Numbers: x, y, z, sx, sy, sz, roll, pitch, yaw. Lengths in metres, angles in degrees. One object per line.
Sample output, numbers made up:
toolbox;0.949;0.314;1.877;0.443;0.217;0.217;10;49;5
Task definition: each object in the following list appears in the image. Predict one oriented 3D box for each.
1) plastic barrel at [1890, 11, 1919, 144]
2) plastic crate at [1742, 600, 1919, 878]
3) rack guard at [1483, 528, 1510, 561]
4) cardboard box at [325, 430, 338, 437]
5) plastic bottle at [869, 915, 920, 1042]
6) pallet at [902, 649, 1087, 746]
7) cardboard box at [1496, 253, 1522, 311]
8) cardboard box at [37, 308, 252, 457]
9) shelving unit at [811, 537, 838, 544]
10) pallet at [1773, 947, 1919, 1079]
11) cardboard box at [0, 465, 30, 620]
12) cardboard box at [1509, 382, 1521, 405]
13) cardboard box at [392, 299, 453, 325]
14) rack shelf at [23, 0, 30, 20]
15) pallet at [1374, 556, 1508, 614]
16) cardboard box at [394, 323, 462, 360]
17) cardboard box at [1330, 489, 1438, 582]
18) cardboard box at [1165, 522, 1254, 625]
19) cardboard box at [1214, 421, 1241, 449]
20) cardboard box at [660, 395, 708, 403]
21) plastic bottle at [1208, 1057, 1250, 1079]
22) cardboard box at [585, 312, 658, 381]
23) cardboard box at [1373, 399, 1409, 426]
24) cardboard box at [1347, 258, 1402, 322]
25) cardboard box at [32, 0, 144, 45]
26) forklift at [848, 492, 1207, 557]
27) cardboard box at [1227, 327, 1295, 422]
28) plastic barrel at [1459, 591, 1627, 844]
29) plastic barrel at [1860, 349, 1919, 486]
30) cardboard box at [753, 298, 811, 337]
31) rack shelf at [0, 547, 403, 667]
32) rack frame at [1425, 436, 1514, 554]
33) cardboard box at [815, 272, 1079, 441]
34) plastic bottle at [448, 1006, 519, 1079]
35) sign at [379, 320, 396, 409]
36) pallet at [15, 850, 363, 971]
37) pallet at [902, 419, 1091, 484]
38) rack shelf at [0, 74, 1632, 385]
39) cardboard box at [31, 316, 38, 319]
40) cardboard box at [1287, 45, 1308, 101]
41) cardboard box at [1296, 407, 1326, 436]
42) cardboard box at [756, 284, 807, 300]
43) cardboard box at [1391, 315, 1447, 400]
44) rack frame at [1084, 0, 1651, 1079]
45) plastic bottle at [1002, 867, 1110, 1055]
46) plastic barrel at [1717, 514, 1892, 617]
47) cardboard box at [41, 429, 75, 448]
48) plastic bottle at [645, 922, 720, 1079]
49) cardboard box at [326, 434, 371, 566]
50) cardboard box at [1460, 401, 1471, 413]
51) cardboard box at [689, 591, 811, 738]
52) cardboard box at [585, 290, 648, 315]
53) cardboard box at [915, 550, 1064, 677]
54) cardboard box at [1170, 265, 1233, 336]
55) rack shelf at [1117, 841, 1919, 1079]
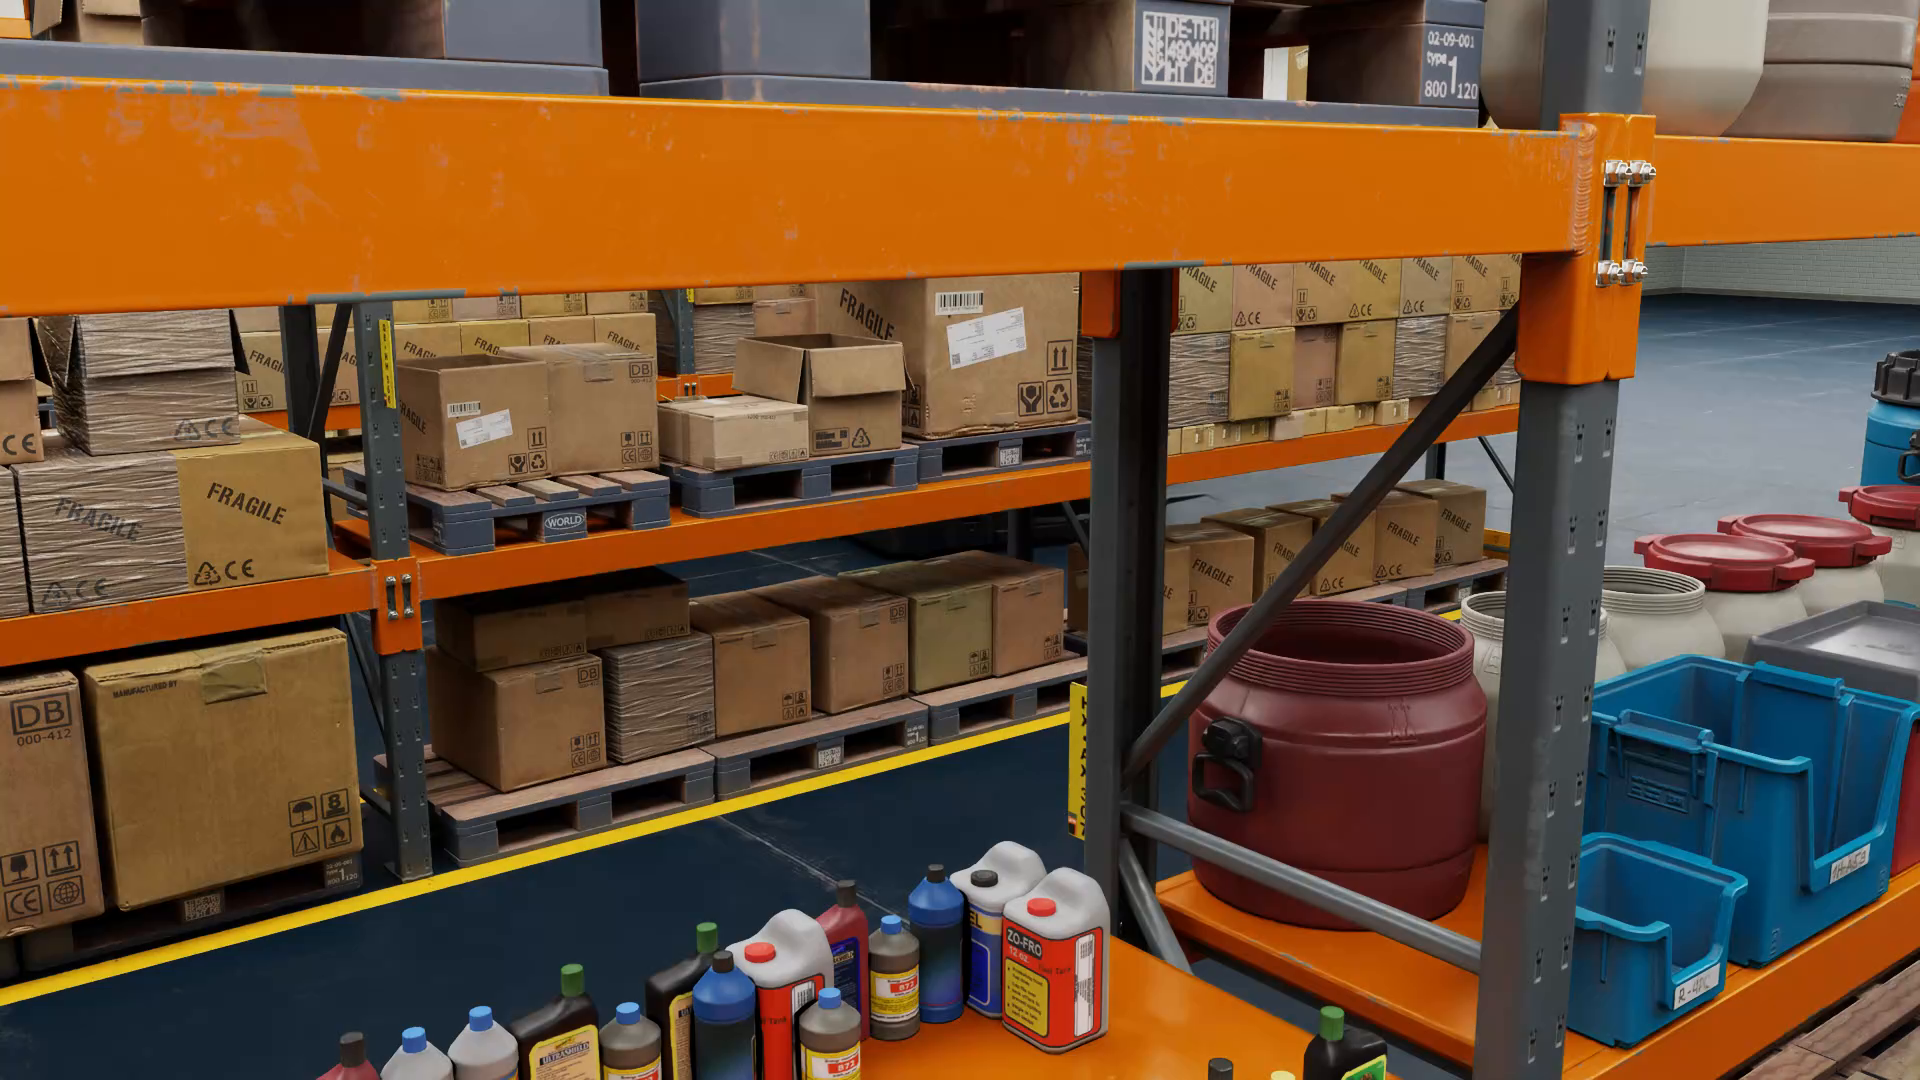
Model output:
plastic barrel;1.893;-1.210;3.350;0.708;0.830;0.600;-9;15;-38
plastic crate;2.059;0.432;3.718;0.583;0.464;0.402;-9;15;-38
rack guard;3.699;0.015;11.856;0.348;0.500;1.175;-9;15;-38
cardboard box;-6.523;-1.064;16.233;0.625;0.372;0.950;-8;15;-34
plastic bottle;-0.118;0.748;2.864;0.097;0.201;0.097;0;12;0
pallet;0.028;0.766;9.011;1.213;0.211;1.003;-9;15;-38
cardboard box;3.483;-1.790;10.973;0.500;0.500;0.500;-9;15;-38
cardboard box;-3.070;-0.627;6.205;0.637;0.503;0.797;-9;15;-36
shelving unit;-1.079;-0.438;13.023;0.210;0.900;0.258;-2;12;-9
pallet;3.140;1.577;5.195;1.213;0.211;1.003;-9;15;-38
cardboard box;-3.515;0.007;5.633;0.500;0.500;0.500;-10;16;-39
cardboard box;3.665;-1.025;11.337;0.250;0.149;0.380;-9;15;-38
cardboard box;-3.959;-1.791;11.695;0.500;0.500;0.700;-10;15;-38
rack shelf;-7.070;-3.125;8.875;4.000;0.370;1.077;-9;15;-38
pallet;3.043;0.256;11.416;1.213;0.211;1.003;-9;15;-38
cardboard box;-3.809;-1.257;11.586;0.500;0.500;0.500;-10;15;-38
cardboard box;2.815;-0.039;11.098;0.500;0.500;0.500;-5;13;-23
cardboard box;1.415;0.198;9.984;0.500;0.500;0.500;-4;13;-20
cardboard box;1.372;-0.622;9.443;0.250;0.149;0.380;-9;15;-38
cardboard box;-1.355;-0.580;7.950;0.258;0.266;0.396;-10;16;-39
plastic bottle;0.376;0.832;2.269;0.133;0.283;0.061;-9;15;-38
cardboard box;-2.625;-1.454;12.515;0.500;0.500;0.500;-10;15;-38
cardboard box;2.559;-0.813;10.340;0.250;0.149;0.380;-9;15;-38
cardboard box;2.309;-1.596;10.060;0.500;0.500;0.500;-9;15;-38
cardboard box;-2.920;-1.812;5.960;0.637;0.503;0.797;-8;15;-34
forklift;0.577;-1.504;13.154;3.031;2.935;1.130;-7;14;-29
cardboard box;1.437;-1.001;9.663;0.500;0.500;0.875;-9;15;-38
plastic barrel;1.276;0.401;3.751;0.421;0.512;0.421;0;12;0
plastic barrel;3.238;-0.140;5.358;0.708;0.901;0.600;-9;15;-38
cardboard box;-1.689;-1.715;13.621;0.550;0.550;0.875;-9;15;-38
rack shelf;-4.050;0.432;5.607;4.000;0.370;1.077;-9;15;-38
rack frame;3.758;-1.218;11.643;0.127;3.000;1.000;-9;15;-38
cardboard box;-0.073;-1.117;8.714;1.000;1.000;1.000;-9;15;-37
plastic bottle;-0.687;0.808;2.411;0.097;0.271;0.097;0;12;0
sign;-2.139;-0.657;6.212;0.005;0.325;0.100;-9;15;-38
pallet;-3.151;1.274;6.619;1.213;0.211;1.003;-9;15;-38
pallet;-0.053;-0.529;8.862;1.213;0.211;1.003;-9;15;-38
rack shelf;-0.956;-0.232;1.512;4.000;0.370;1.077;-9;15;-38
cardboard box;-8.068;-1.913;14.510;0.250;0.149;0.380;-11;16;-41
cardboard box;2.430;-2.975;10.537;0.500;0.500;0.500;-10;15;-38
cardboard box;1.951;-0.721;9.909;0.250;0.149;0.380;-9;15;-38
cardboard box;-1.718;-2.251;13.545;0.550;0.550;0.875;-9;15;-38
cardboard box;2.579;-1.203;10.617;0.500;0.500;0.875;-9;15;-38
rack frame;0.606;0.624;2.971;0.127;3.000;1.000;-9;15;-38
plastic bottle;0.161;0.713;2.850;0.135;0.276;0.152;-9;15;-38
plastic barrel;2.272;0.222;4.536;0.433;0.535;0.433;0;12;0
cardboard box;-3.439;-0.142;6.338;0.500;0.500;0.500;-10;16;-39
plastic bottle;-0.429;0.754;2.636;0.133;0.283;0.061;-9;15;-38
cardboard box;-4.296;-0.281;11.635;0.750;0.750;1.050;-9;15;-37
cardboard box;3.101;-0.921;10.852;0.250;0.149;0.380;-9;15;-38
cardboard box;-1.114;0.589;8.093;0.500;0.500;0.700;-8;14;-33
cardboard box;-2.769;-1.989;12.627;0.500;0.500;0.700;-10;15;-39
cardboard box;0.142;0.385;9.054;0.500;0.500;0.700;-11;16;-42
cardboard box;1.145;-1.400;9.134;0.500;0.500;0.500;-9;15;-38
rack shelf;2.167;0.716;4.268;4.000;0.370;1.077;-9;15;-38
